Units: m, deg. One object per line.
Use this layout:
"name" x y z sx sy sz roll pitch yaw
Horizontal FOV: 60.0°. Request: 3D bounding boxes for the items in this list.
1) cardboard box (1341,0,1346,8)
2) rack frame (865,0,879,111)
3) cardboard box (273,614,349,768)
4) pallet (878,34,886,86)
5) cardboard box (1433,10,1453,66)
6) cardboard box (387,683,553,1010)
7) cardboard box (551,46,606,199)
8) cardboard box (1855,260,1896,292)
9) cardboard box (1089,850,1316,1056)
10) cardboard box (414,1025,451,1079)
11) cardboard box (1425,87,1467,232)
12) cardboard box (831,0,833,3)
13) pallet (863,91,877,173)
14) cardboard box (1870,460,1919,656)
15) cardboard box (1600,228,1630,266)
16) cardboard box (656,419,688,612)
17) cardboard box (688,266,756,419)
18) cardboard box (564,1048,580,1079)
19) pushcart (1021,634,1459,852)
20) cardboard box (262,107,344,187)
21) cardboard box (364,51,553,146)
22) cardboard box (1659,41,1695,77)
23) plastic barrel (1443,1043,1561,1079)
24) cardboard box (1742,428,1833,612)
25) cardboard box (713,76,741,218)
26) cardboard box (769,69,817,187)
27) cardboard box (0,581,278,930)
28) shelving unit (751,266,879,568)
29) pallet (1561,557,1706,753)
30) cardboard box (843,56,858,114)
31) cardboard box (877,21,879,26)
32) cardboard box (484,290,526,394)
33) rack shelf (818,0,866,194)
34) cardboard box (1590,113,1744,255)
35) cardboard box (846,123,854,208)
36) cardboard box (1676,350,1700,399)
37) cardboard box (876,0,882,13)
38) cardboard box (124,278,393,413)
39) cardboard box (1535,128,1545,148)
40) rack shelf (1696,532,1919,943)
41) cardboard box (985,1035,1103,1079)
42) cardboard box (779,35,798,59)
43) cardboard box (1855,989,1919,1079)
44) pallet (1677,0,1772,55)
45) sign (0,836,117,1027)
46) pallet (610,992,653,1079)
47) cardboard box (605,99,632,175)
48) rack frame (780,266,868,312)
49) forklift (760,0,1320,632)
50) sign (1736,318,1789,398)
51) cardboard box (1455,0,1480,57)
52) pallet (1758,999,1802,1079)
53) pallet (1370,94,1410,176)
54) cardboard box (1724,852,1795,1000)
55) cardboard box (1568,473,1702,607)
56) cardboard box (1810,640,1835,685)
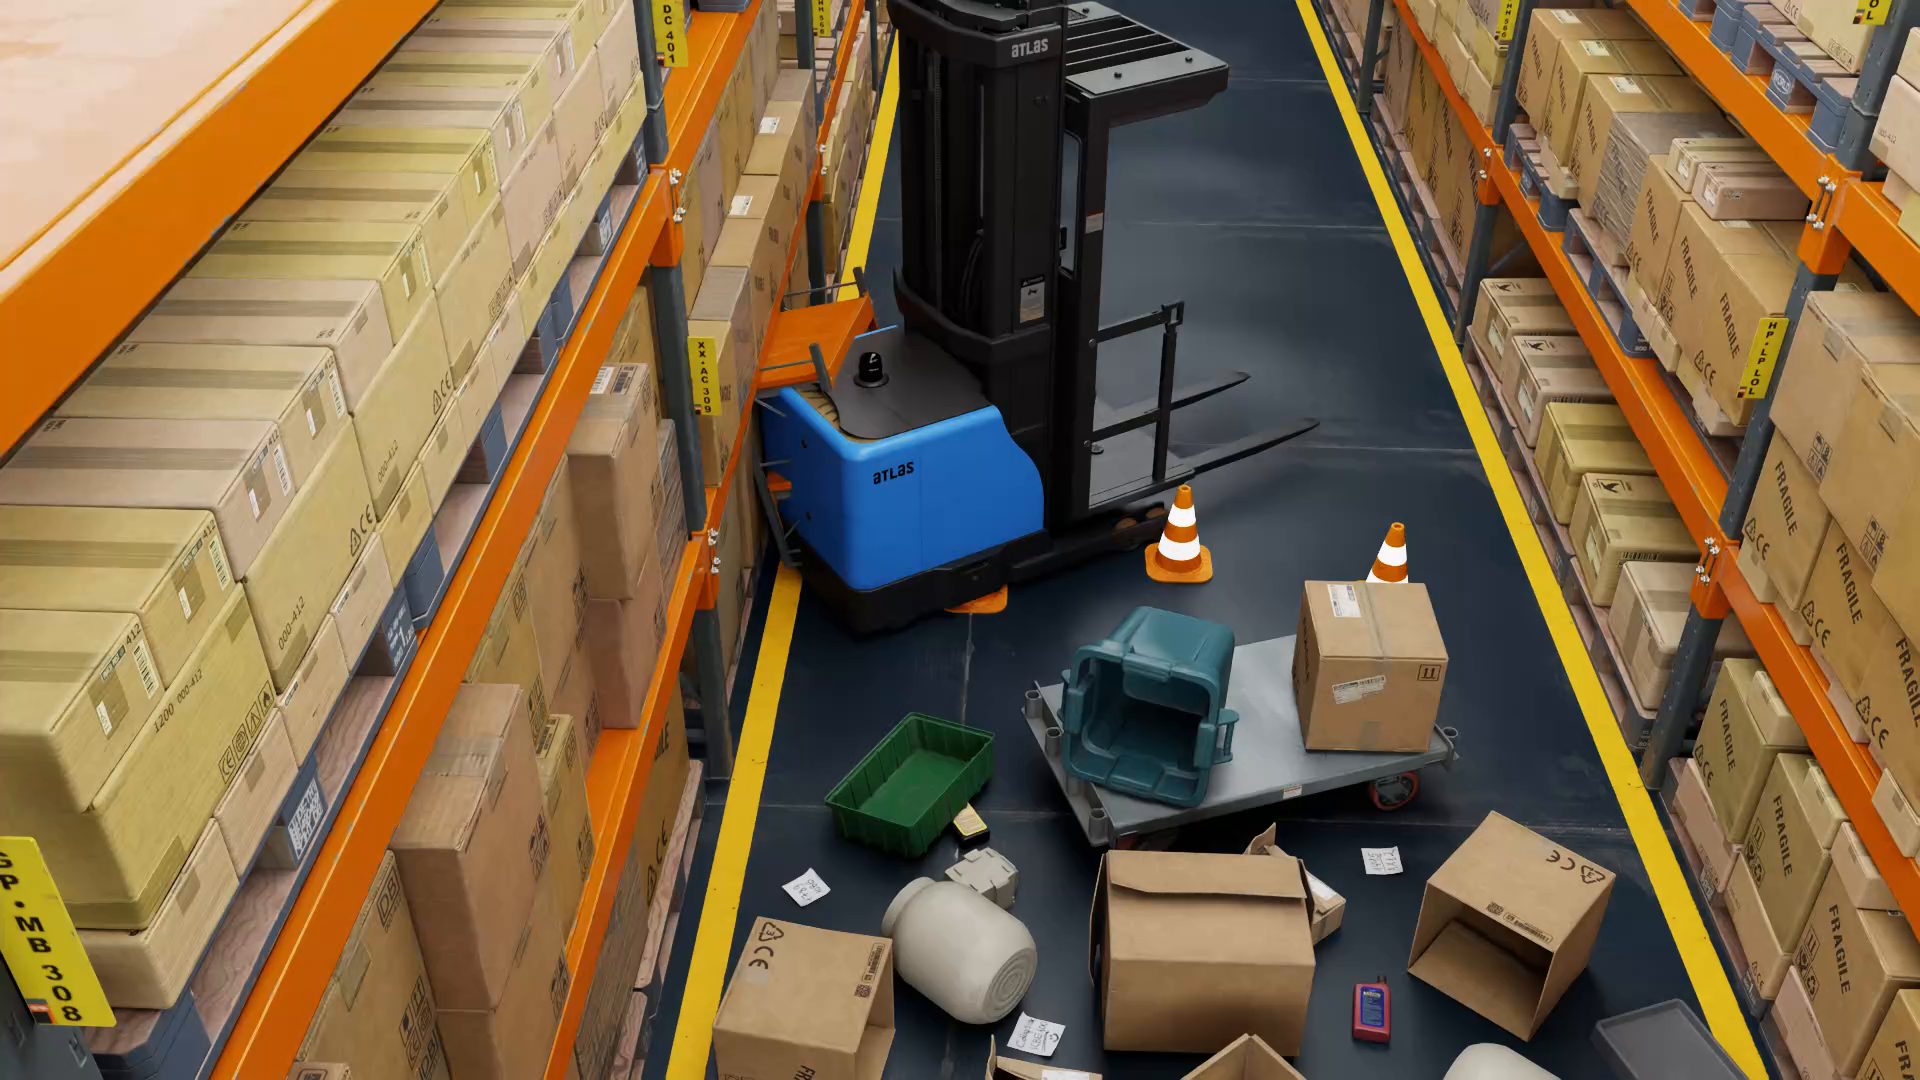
"cardboard box" 3.983 -5.281 15.464 0.875 0.438 0.875 2 35 3
"rack frame" -1.173 -4.823 12.949 1.000 3.000 0.127 1 35 2
"cardboard box" -1.301 0.254 2.883 0.380 0.149 0.250 1 35 2
"pallet" -1.181 -4.069 14.301 1.003 0.211 1.213 1 35 2
"cardboard box" 3.418 -3.287 10.894 0.500 0.250 0.500 1 35 1
"cardboard box" -1.513 0.719 3.994 0.875 0.550 0.550 1 35 2
"cardboard box" -1.278 -1.148 4.531 0.500 0.250 0.500 1 35 2
"cardboard box" 3.761 -0.768 6.468 0.500 0.500 0.500 2 35 3
"cardboard box" 0.865 1.488 6.022 0.797 0.637 0.503 1 35 2
"cardboard box" -1.685 1.479 3.852 0.875 0.550 0.550 1 35 2
"cardboard box" 3.767 -2.678 11.381 0.875 0.875 0.875 2 35 2
"cardboard box" -1.051 -3.758 11.287 0.380 0.149 0.250 0 35 0
"pallet" -1.203 -3.235 13.115 1.003 0.211 1.213 1 35 2
"cardboard box" 3.132 0.087 4.749 0.700 0.500 0.500 1 35 1
"cardboard box" 3.304 -1.428 7.972 0.380 0.149 0.250 2 35 3
"cardboard box" -1.497 -0.076 6.064 0.875 0.550 0.550 1 35 2
"cardboard box" -1.185 -0.854 7.215 0.500 0.500 0.500 2 35 2
"cardboard box" -1.660 1.872 4.906 0.875 0.875 0.875 1 35 1
"pushcart" 1.176 0.878 7.118 1.648 0.377 0.936 -10 36 -14
"cardboard box" -1.832 -0.873 4.140 0.500 0.250 0.500 1 35 1
"cardboard box" -1.230 -1.090 4.103 0.380 0.149 0.250 1 35 2
"cardboard box" 3.866 -2.238 8.561 0.500 0.500 0.500 1 35 1
"plastic barrel" 1.865 1.960 5.539 0.512 0.421 0.421 28 44 33
"cardboard box" 3.160 -0.087 5.865 0.500 0.500 0.500 1 35 2
"cardboard box" -1.419 -1.838 7.746 0.700 0.500 0.500 1 35 1
"cardboard box" -1.083 -2.301 9.274 0.500 0.500 0.500 1 35 2
"cardboard box" -1.379 0.300 2.471 0.500 0.250 0.500 1 35 2
"shelving unit" -0.691 -0.635 8.418 0.538 1.125 1.048 -8 28 14
"pallet" 3.486 0.523 7.768 1.003 0.211 1.213 1 35 2
"cardboard box" -0.991 -3.246 11.862 0.500 0.250 0.500 0 35 0
"cardboard box" -0.908 -4.474 14.567 0.380 0.149 0.250 1 35 1
"cardboard box" -1.250 -0.470 3.914 0.380 0.149 0.250 1 35 2
"rack shelf" -1.253 -3.380 11.521 1.077 0.370 4.000 1 35 2
"cardboard box" 3.311 -1.658 7.735 0.500 0.500 0.500 0 35 0
"cardboard box" -1.018 -2.658 11.678 0.500 0.500 0.500 0 35 1
"cardboard box" 3.229 -0.693 6.926 0.380 0.149 0.250 0 35 0
"cardboard box" -0.896 -4.752 14.704 0.380 0.149 0.250 3 35 4
"cardboard box" -1.282 -0.360 3.064 0.380 0.149 0.250 1 35 1
"cardboard box" 3.373 -2.194 9.061 0.380 0.149 0.250 -1 35 -1
"rack shelf" 3.375 1.273 4.901 1.077 0.370 4.000 1 35 2
"cardboard box" 0.277 1.922 5.730 0.396 0.266 0.258 7 36 10
"cardboard box" -1.114 -2.989 9.934 0.380 0.149 0.250 3 35 4
"cardboard box" 3.112 1.718 5.016 0.500 0.500 0.500 1 35 1
"pallet" 3.626 -2.269 6.870 1.213 0.211 1.003 1 35 2
"sign" -1.101 0.470 1.980 0.100 0.325 0.005 1 35 2
"pallet" -1.649 2.052 5.592 1.003 0.211 1.213 1 35 2
"cardboard box" -1.199 -1.202 4.956 0.380 0.149 0.250 2 35 3
"rack frame" -0.618 -0.884 8.856 0.500 1.125 0.032 -8 28 14
"forklift" 0.535 -1.385 8.117 3.031 2.935 1.130 -19 39 -25
"sign" 2.901 -0.655 6.012 0.100 0.325 0.005 1 35 2
"cardboard box" 3.399 -3.191 10.322 0.500 0.250 0.500 0 35 1
"pallet" 3.418 2.060 5.581 1.003 0.211 1.213 1 35 2
"pallet" 3.821 -3.181 13.038 1.003 0.211 1.213 1 35 2
"cardboard box" 3.152 1.422 6.089 0.500 0.250 0.500 3 35 5
"cardboard box" 3.500 0.018 7.981 0.950 0.372 0.625 3 35 5
"cardboard box" 3.184 0.406 5.728 0.380 0.149 0.250 1 35 2
